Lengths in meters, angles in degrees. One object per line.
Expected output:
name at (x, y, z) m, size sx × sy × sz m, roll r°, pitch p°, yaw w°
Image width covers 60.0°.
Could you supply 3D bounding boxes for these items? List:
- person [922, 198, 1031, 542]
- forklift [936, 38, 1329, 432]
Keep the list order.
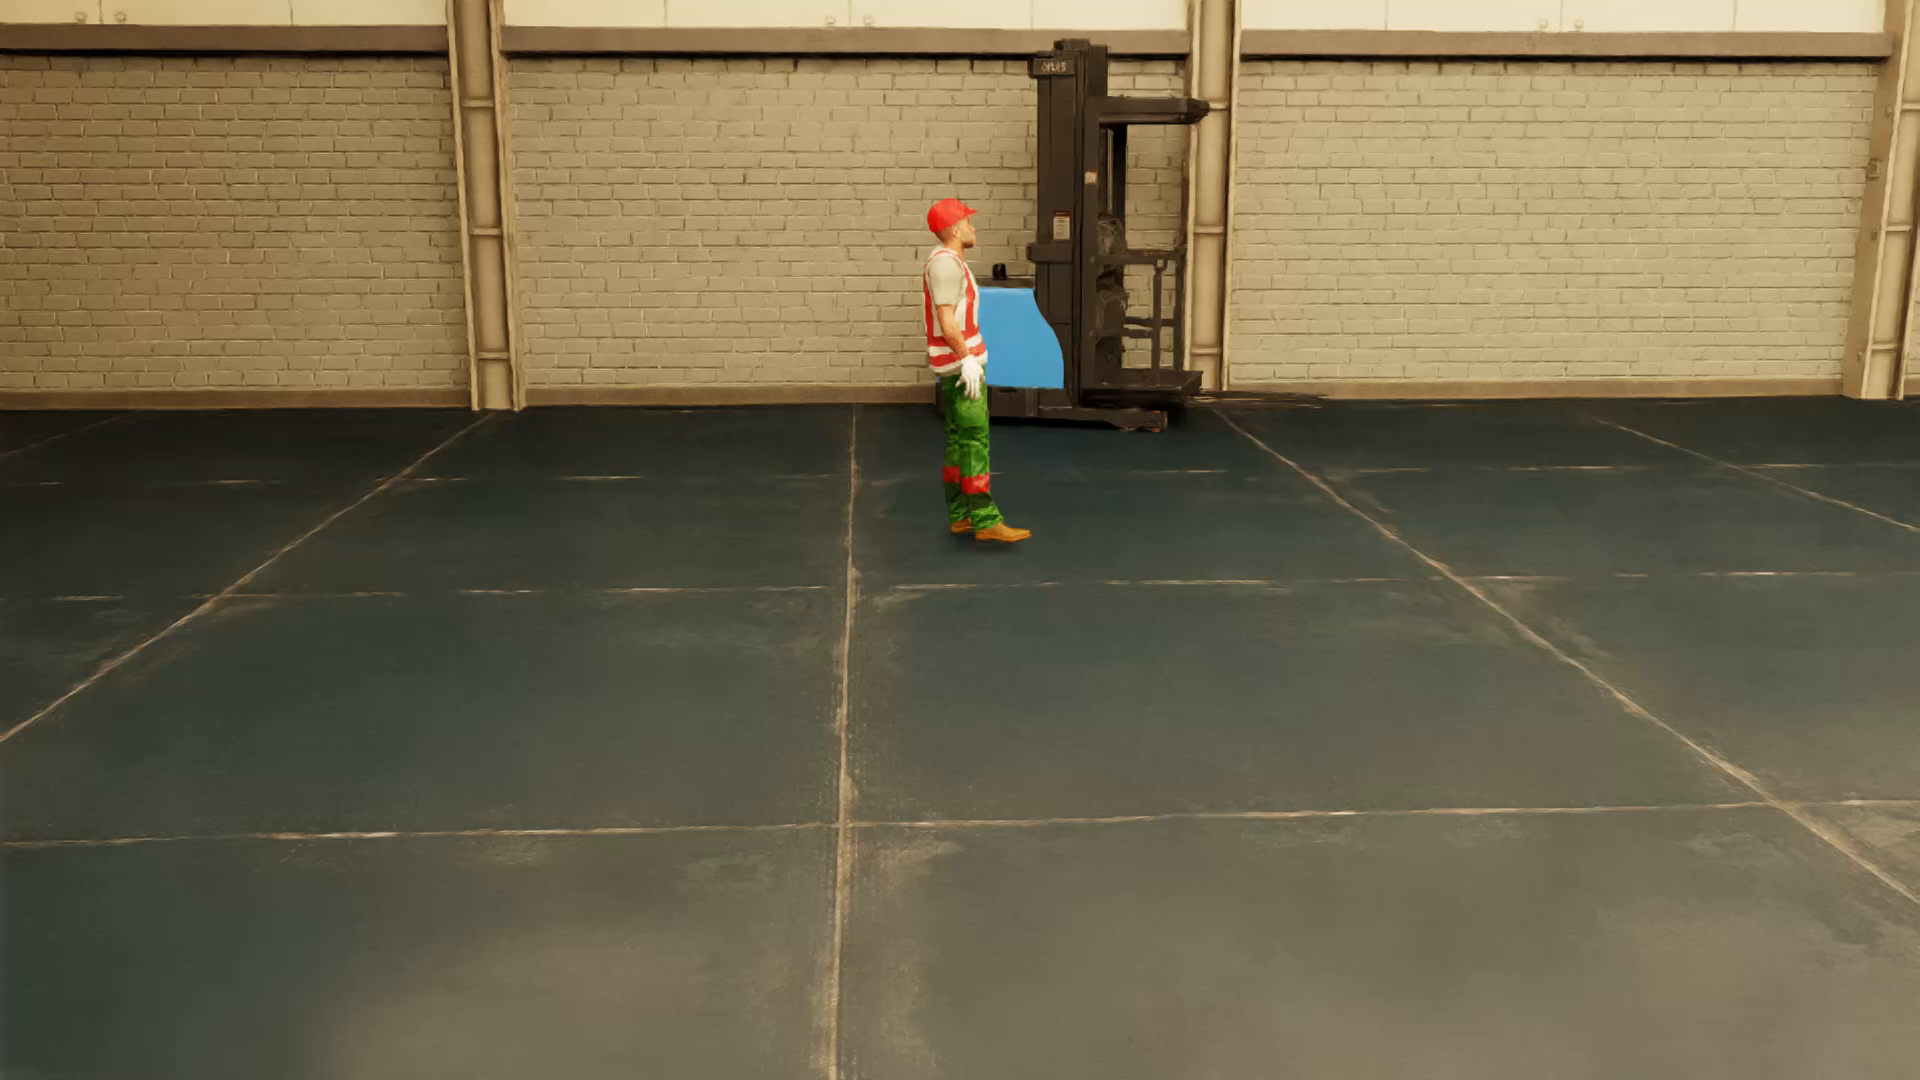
person at (0.081, -0.917, 8.890) m, size 0.563 × 1.787 × 0.637 m, roll -1°, pitch 13°, yaw -3°
forklift at (1.383, -2.388, 13.035) m, size 3.031 × 2.935 × 1.130 m, roll 4°, pitch 13°, yaw 16°
